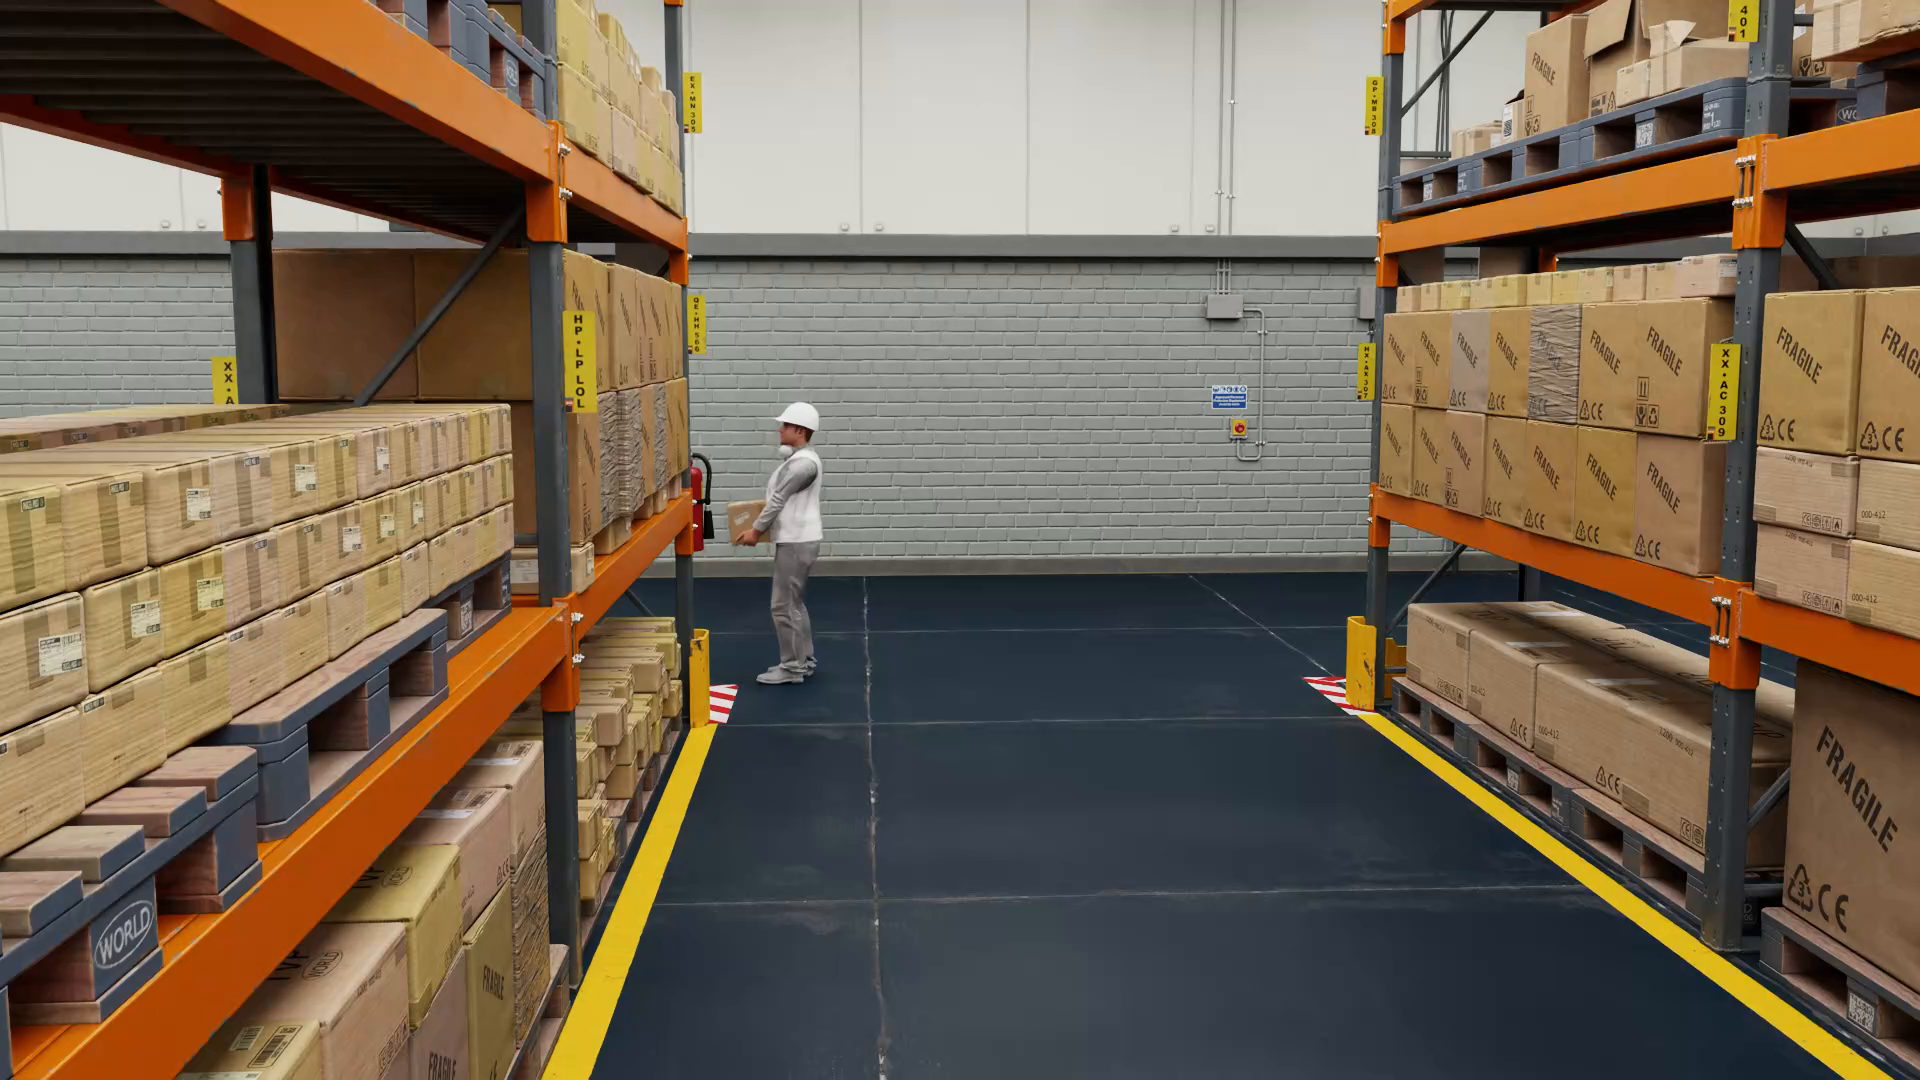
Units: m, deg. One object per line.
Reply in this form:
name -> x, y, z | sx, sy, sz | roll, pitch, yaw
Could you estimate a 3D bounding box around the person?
person -> -1.140, 0.018, 10.511 | 0.539, 1.768, 0.483 | 0, 7, -3
